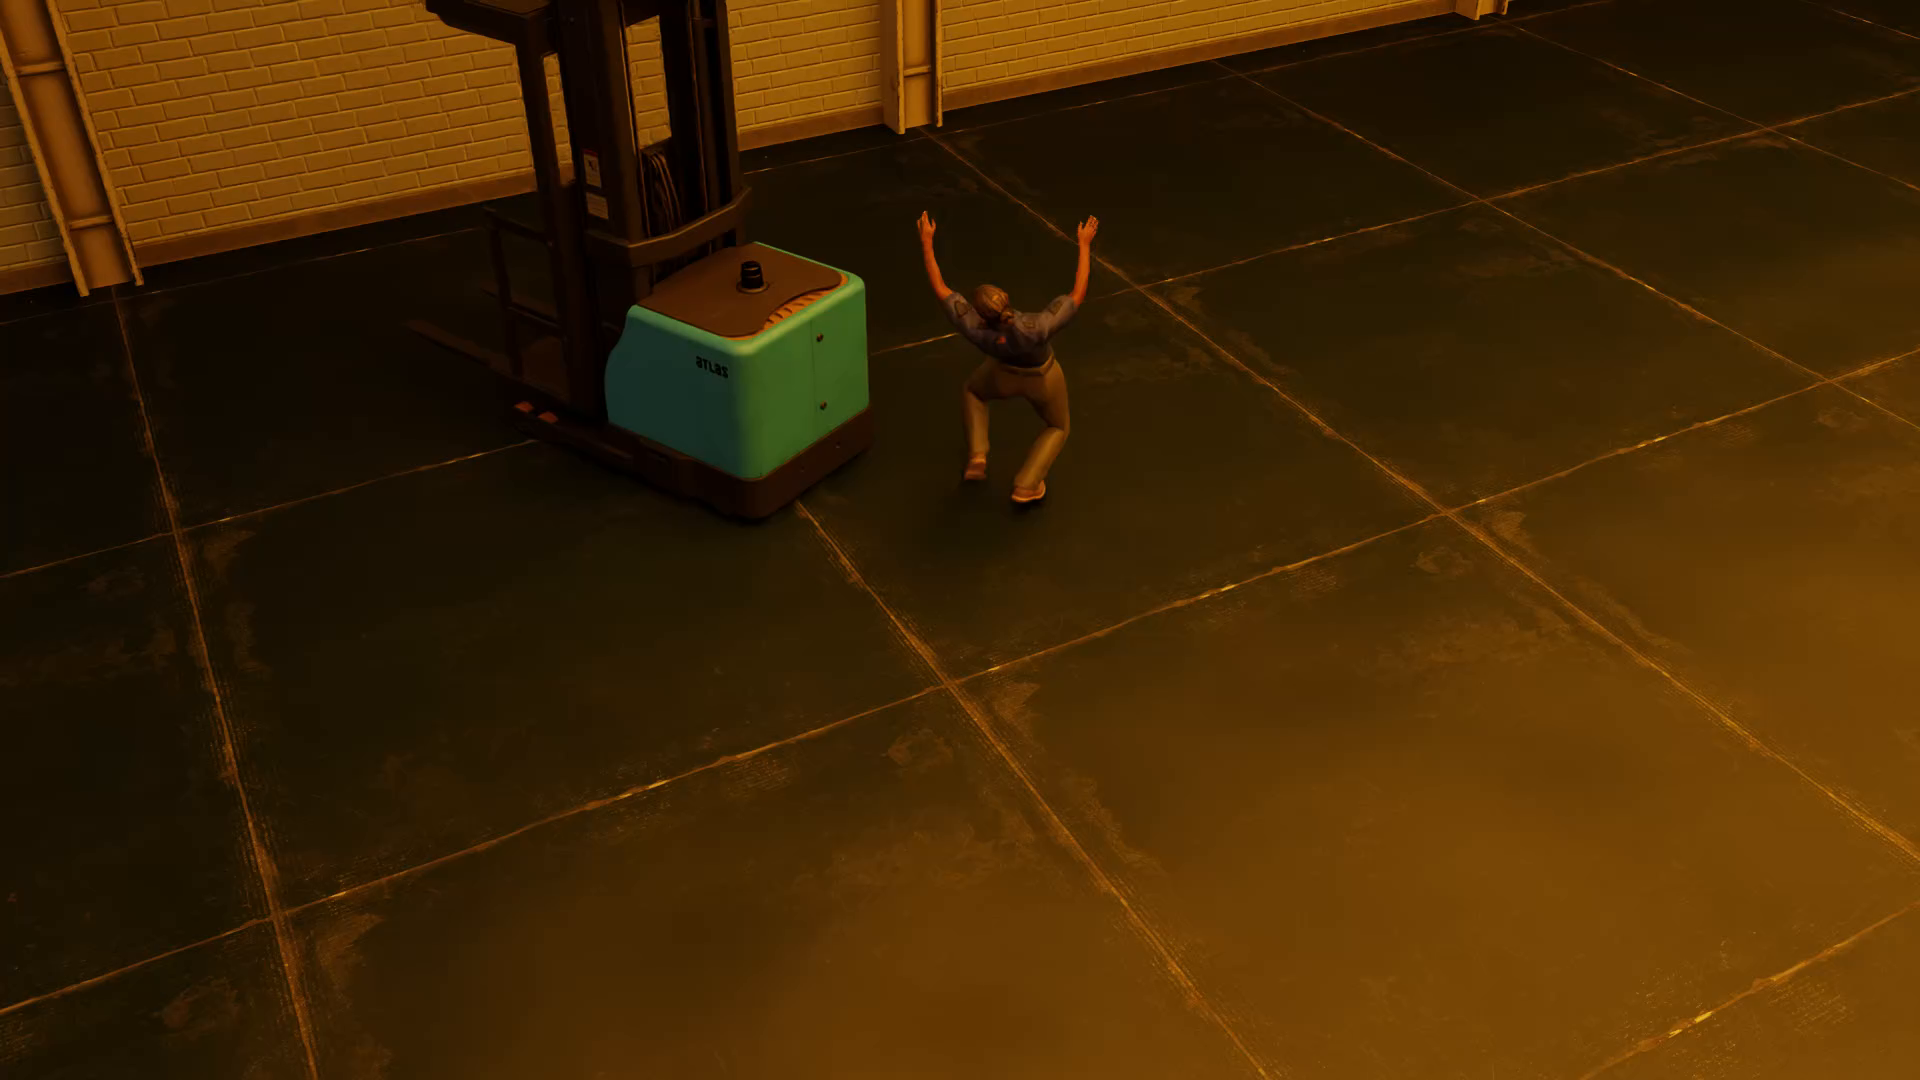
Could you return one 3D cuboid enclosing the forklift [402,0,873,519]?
[{"bbox_3d":[-1.980,-1.980,8.925,3.031,2.935,1.130,23,41,28],"label":"forklift"}]

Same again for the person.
[{"bbox_3d":[0.197,-0.901,8.603,0.884,1.563,0.707,9,36,12],"label":"person"}]
